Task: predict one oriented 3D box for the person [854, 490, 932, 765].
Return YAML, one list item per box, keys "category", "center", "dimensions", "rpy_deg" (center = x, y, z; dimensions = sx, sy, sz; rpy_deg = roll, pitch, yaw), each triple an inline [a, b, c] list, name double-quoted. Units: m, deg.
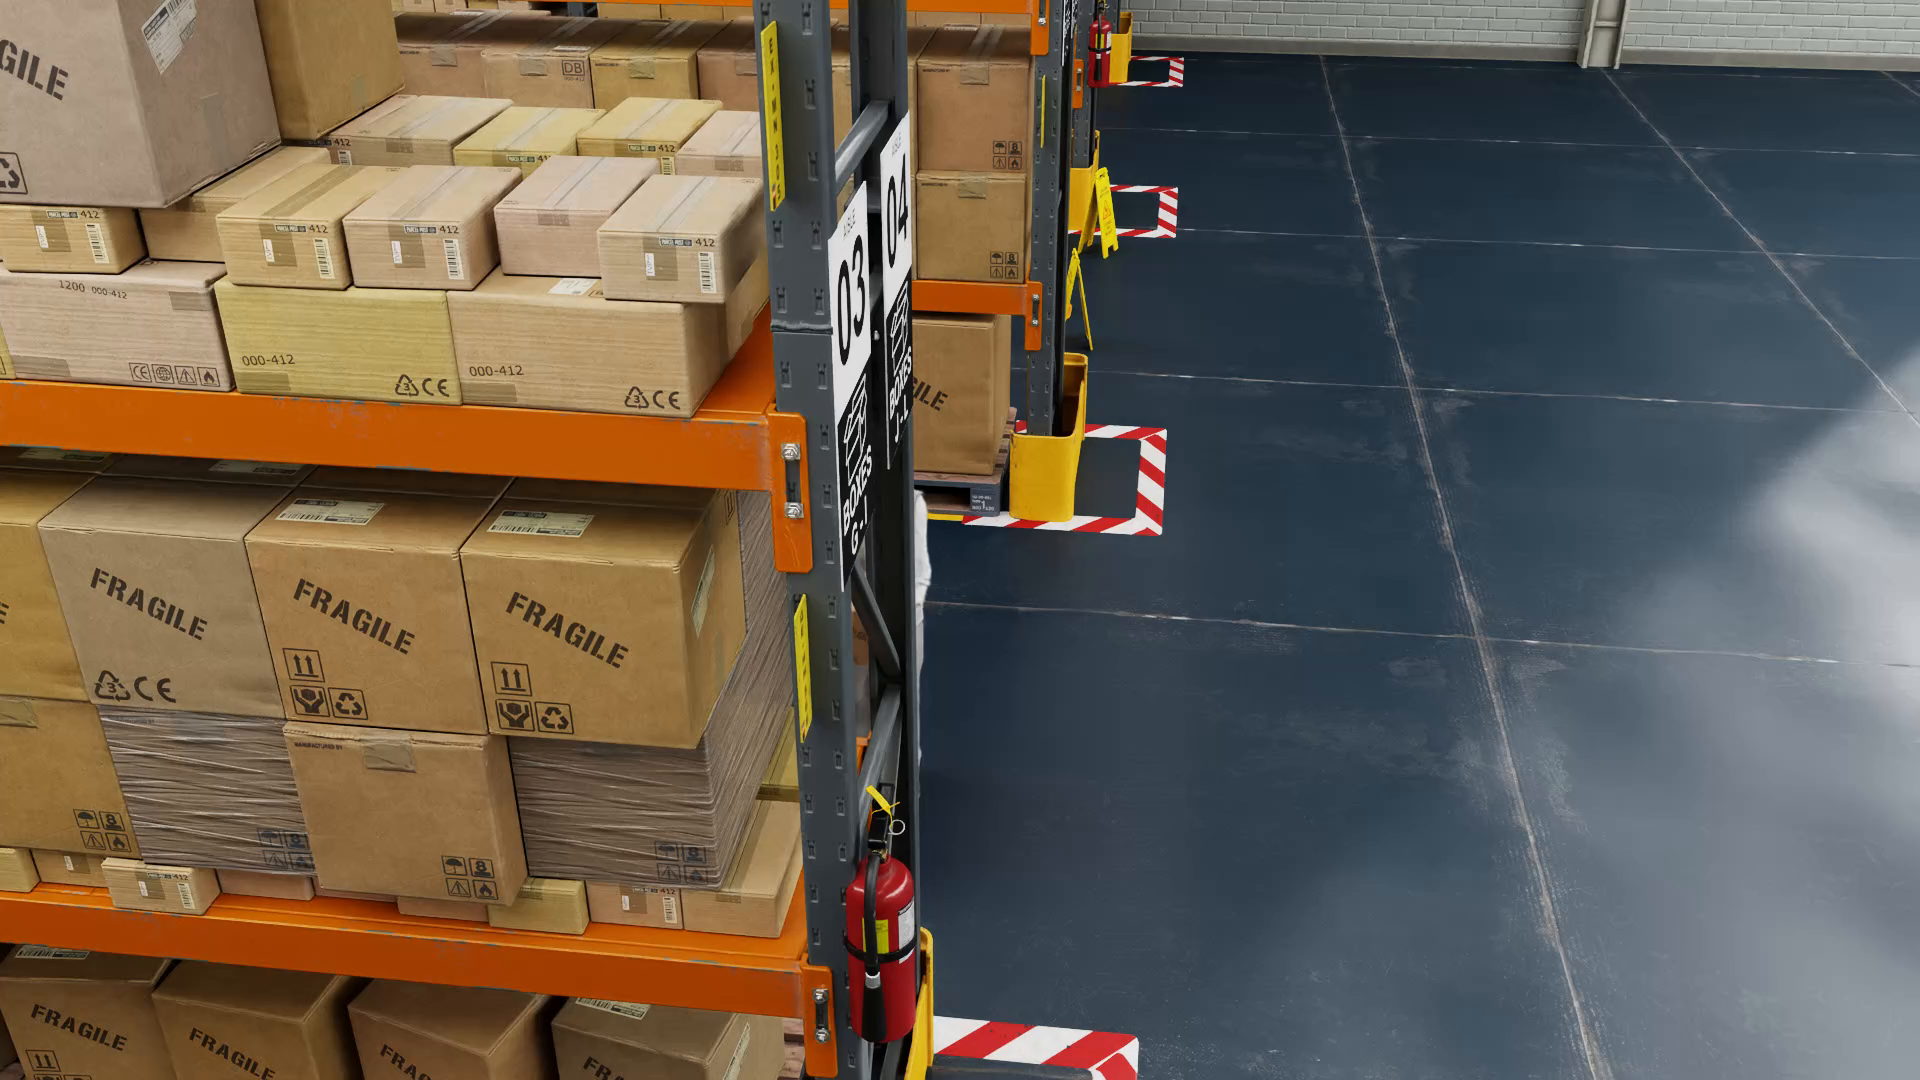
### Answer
- category: "person"
  center: [-0.325, 0.355, 6.485]
  dimensions: [0.425, 1.596, 0.489]
  rpy_deg: [3, 29, 6]
